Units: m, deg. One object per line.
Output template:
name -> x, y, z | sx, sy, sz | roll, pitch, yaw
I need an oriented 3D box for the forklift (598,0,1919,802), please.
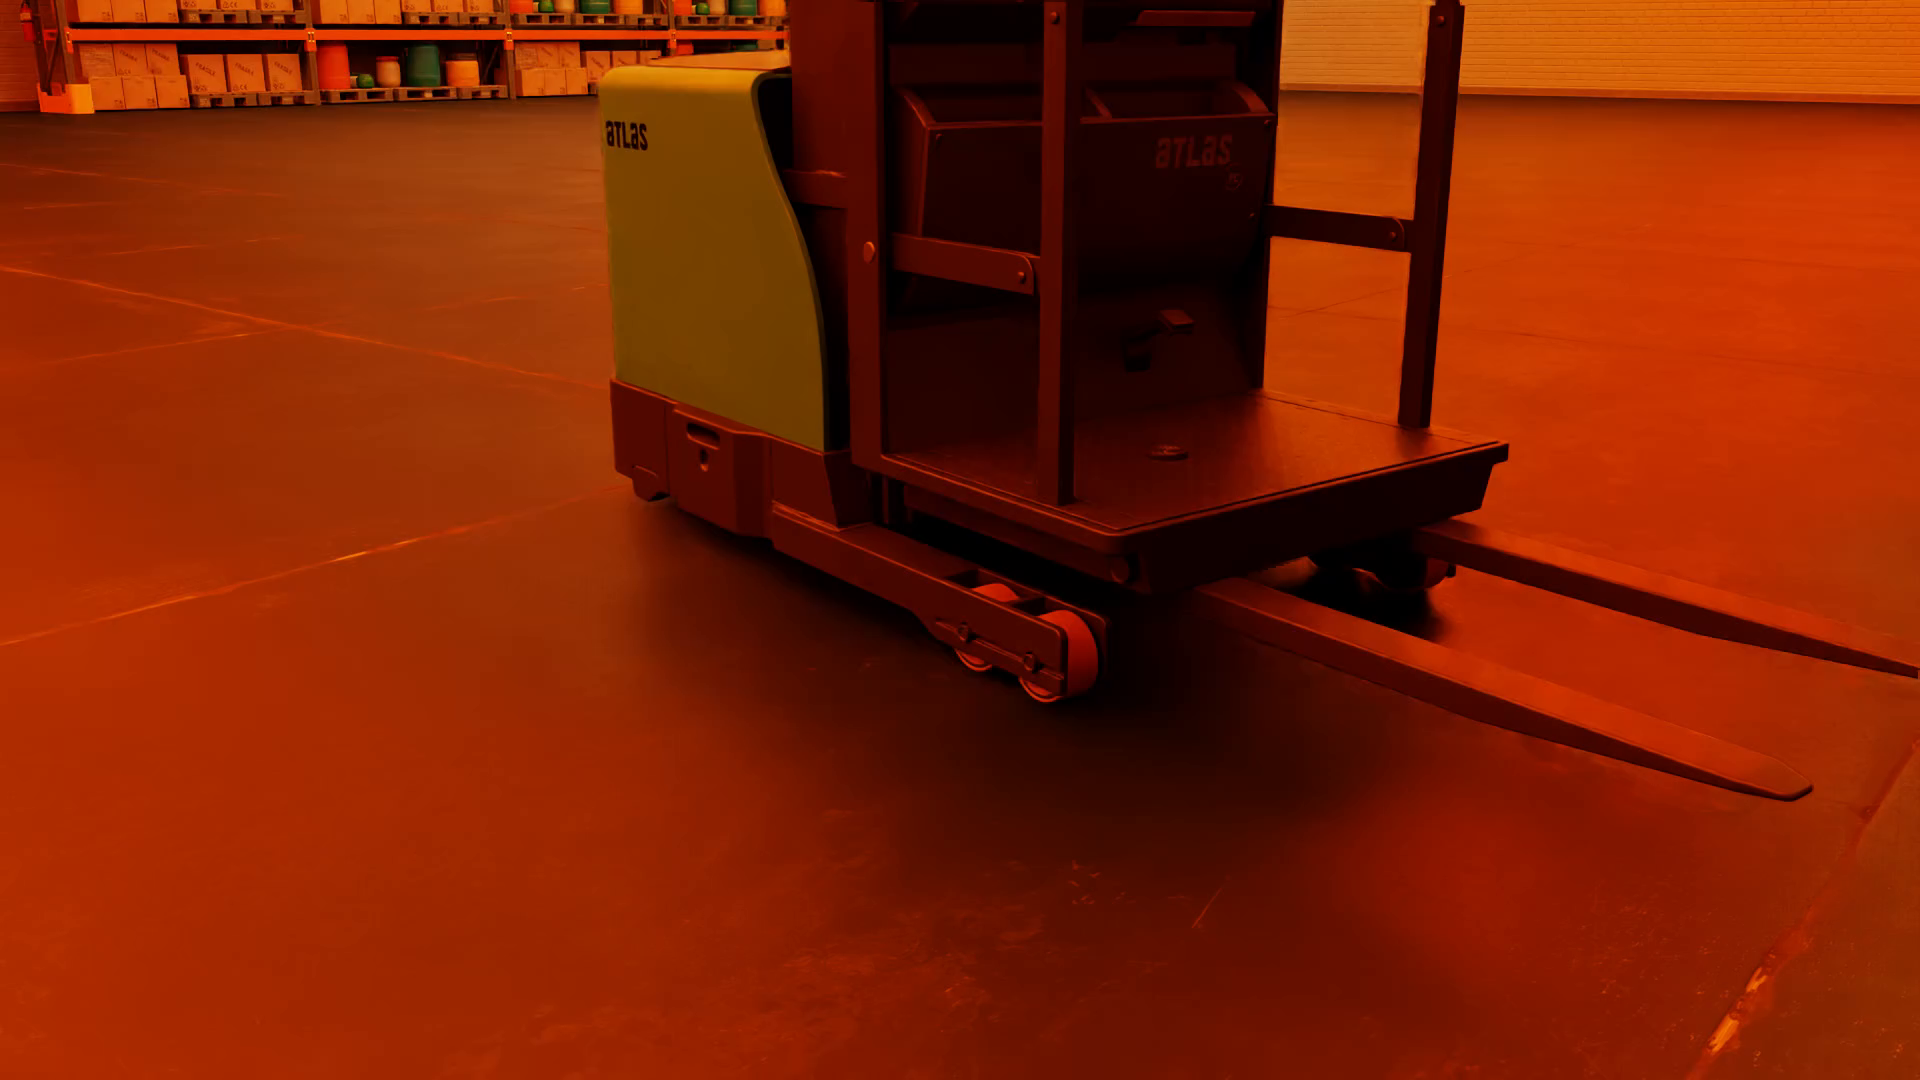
forklift -> 0.398, -1.271, 3.085 | 1.130, 2.935, 3.031 | -12, 21, -35
